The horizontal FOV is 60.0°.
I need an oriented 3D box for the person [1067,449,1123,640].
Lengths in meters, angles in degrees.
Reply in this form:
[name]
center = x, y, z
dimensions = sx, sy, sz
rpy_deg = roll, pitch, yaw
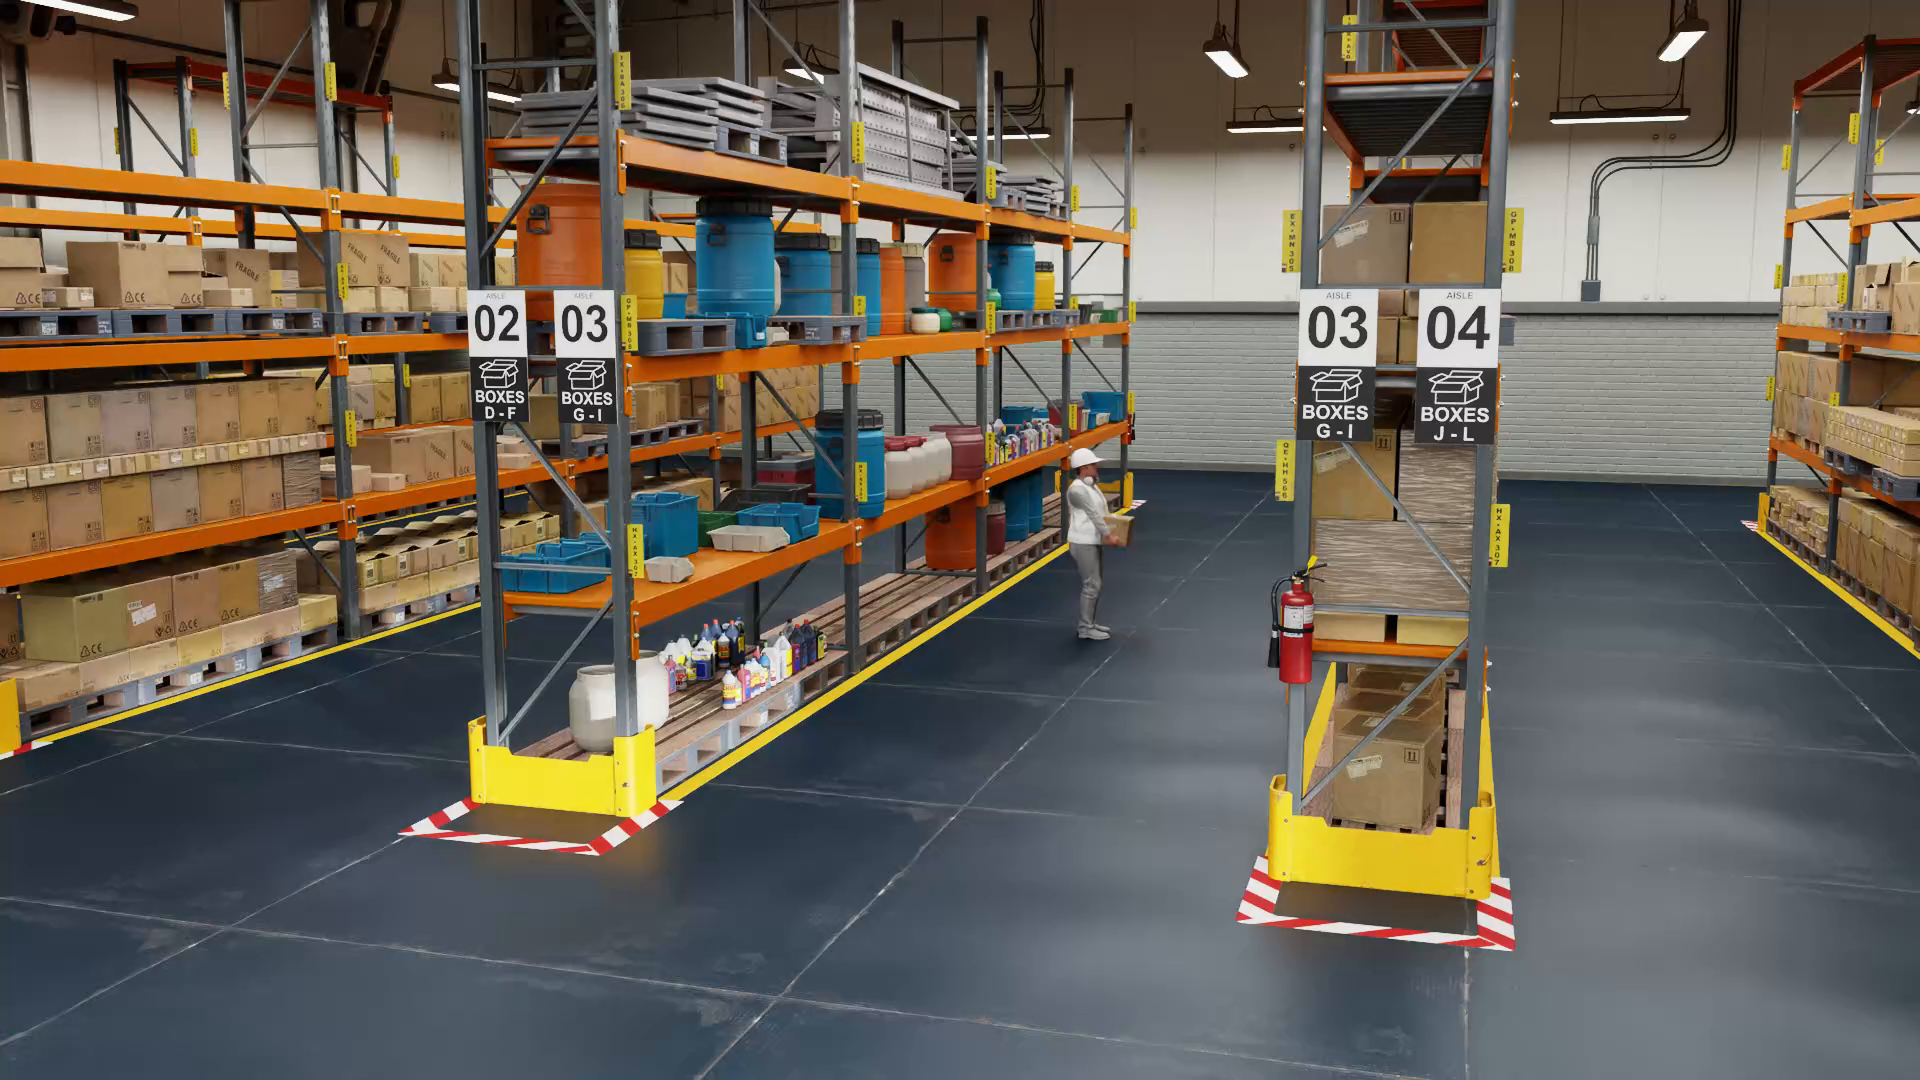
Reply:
[person]
center = 1.290, 0.031, 15.555
dimensions = 0.546, 1.765, 0.494
rpy_deg = 3, 9, 17
